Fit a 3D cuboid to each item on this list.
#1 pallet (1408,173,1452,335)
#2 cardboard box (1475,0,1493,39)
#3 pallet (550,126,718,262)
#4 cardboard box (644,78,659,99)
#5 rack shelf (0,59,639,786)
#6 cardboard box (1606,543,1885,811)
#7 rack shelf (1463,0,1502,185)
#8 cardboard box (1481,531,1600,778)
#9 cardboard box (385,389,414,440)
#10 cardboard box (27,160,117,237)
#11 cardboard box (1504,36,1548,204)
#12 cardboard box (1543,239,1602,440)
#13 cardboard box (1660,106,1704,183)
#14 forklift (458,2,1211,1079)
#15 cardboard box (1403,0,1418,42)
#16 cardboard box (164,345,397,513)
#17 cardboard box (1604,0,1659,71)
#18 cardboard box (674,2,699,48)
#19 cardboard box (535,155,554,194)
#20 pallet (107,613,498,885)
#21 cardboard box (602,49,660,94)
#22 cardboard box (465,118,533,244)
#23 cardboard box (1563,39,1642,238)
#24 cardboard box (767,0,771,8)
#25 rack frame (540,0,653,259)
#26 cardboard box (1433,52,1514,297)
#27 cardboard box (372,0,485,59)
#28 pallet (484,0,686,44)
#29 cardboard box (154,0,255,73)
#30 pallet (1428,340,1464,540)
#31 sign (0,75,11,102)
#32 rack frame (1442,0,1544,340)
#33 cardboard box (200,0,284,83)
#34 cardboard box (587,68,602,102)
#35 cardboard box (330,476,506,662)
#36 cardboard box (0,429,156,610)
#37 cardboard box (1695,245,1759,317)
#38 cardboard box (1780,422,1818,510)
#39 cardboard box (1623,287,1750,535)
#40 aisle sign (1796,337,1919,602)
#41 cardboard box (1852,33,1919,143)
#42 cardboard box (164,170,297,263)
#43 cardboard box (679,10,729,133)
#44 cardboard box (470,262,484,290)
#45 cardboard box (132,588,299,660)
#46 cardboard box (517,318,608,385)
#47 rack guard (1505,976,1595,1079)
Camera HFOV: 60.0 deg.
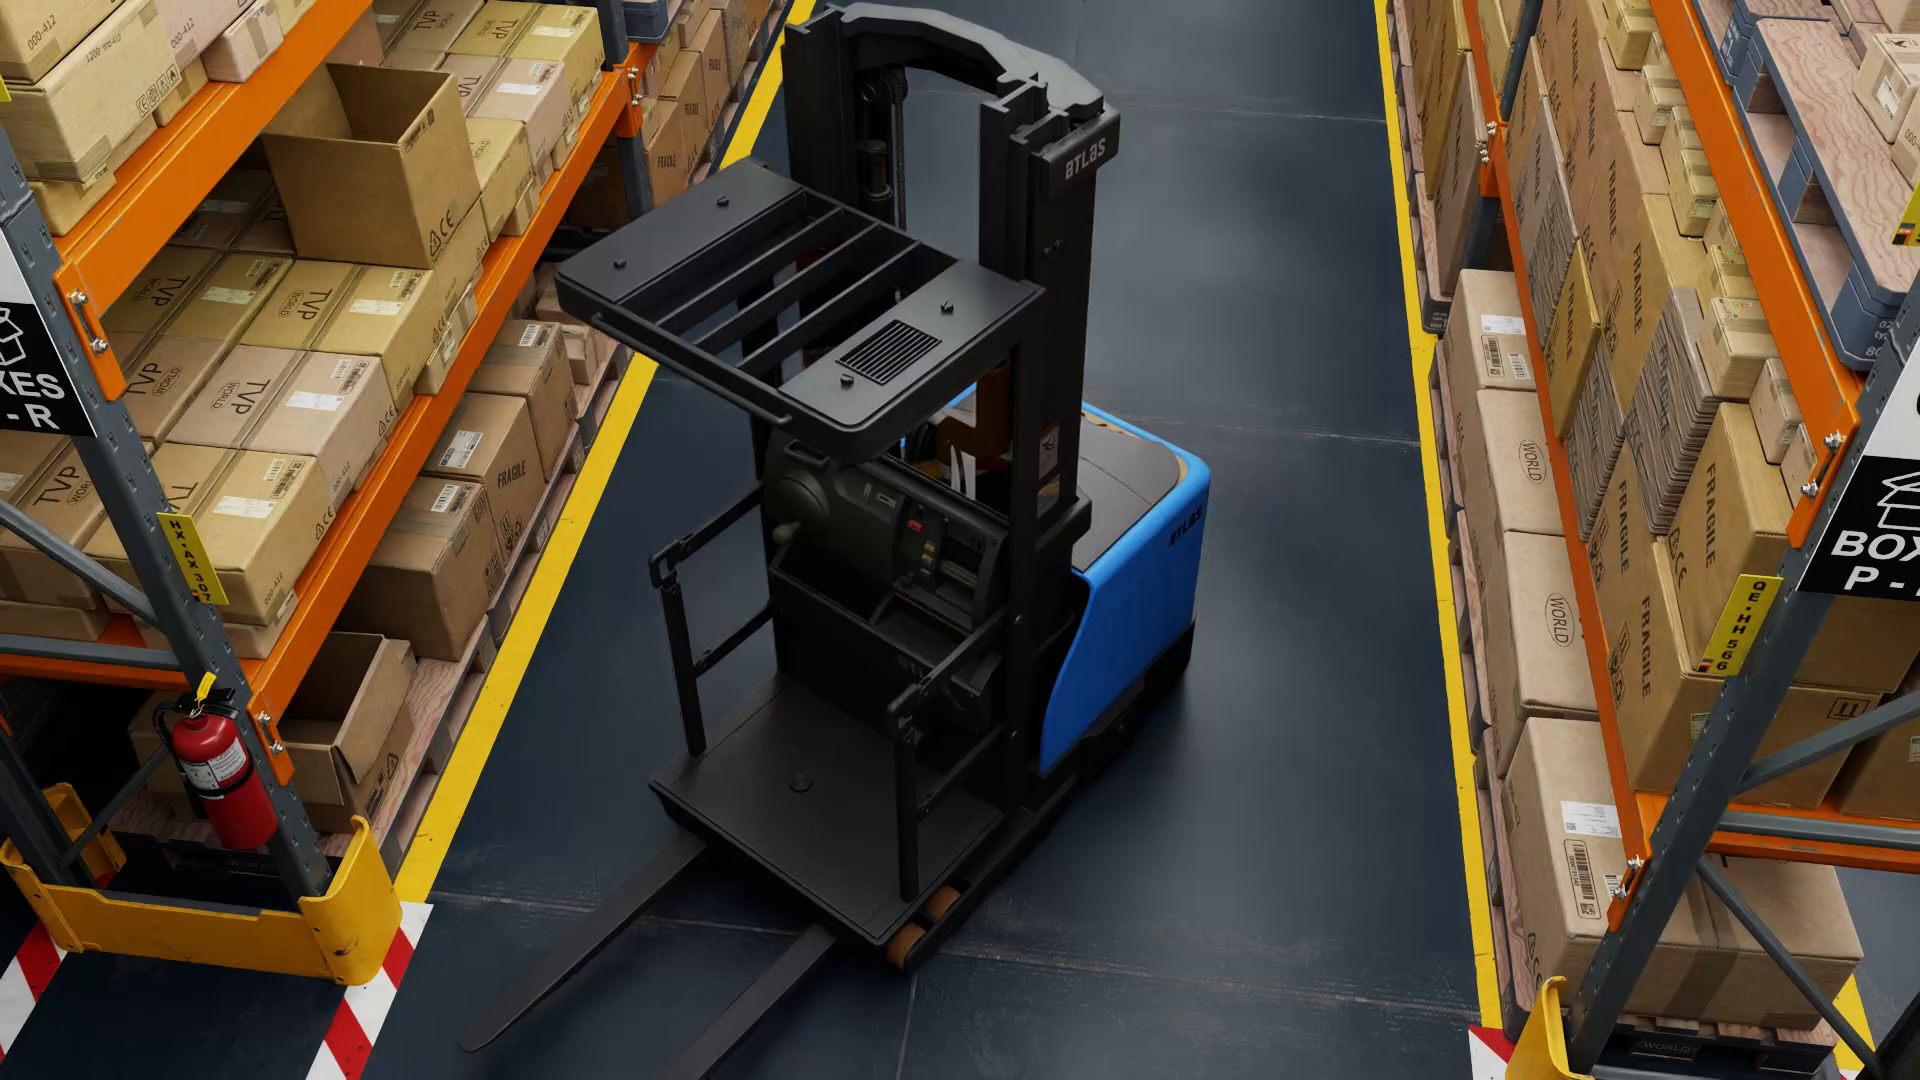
[{"bbox_3d":[2.905,-1.480,8.681,1.003,0.211,1.213,5,44,6],"label":"pallet"},{"bbox_3d":[2.756,-2.581,7.925,0.500,0.250,0.500,5,44,5],"label":"cardboard box"},{"bbox_3d":[-1.973,-1.953,9.182,1.003,0.211,1.213,5,44,6],"label":"pallet"},{"bbox_3d":[-1.772,-2.305,8.565,0.380,0.149,0.250,4,44,4],"label":"cardboard box"},{"bbox_3d":[-2.307,-0.784,6.442,1.077,0.370,4.000,5,44,6],"label":"rack shelf"},{"bbox_3d":[2.150,0.377,4.619,0.500,0.500,0.500,5,44,6],"label":"cardboard box"},{"bbox_3d":[3.142,-3.061,8.847,1.077,0.370,4.000,5,44,6],"label":"rack shelf"},{"bbox_3d":[2.450,0.461,6.162,0.875,0.438,0.875,6,44,7],"label":"cardboard box"},{"bbox_3d":[-2.145,-0.498,5.799,0.380,0.149,0.250,6,44,6],"label":"cardboard box"},{"bbox_3d":[-2.299,-0.876,4.017,0.380,0.149,0.250,6,44,6],"label":"cardboard box"},{"bbox_3d":[2.556,-1.700,6.813,0.500,0.500,0.500,7,44,7],"label":"cardboard box"},{"bbox_3d":[2.345,-0.668,5.723,0.500,0.500,0.500,6,44,7],"label":"cardboard box"},{"bbox_3d":[2.365,-1.183,5.068,0.380,0.149,0.250,7,44,7],"label":"cardboard box"},{"bbox_3d":[-0.388,0.021,5.118,1.130,2.935,3.031,29,50,27],"label":"forklift"},{"bbox_3d":[3.233,-3.603,10.136,0.875,0.875,0.875,5,44,5],"label":"cardboard box"},{"bbox_3d":[-2.178,-0.364,5.368,0.500,0.250,0.500,6,44,6],"label":"cardboard box"},{"bbox_3d":[2.411,-1.707,5.621,0.380,0.149,0.250,4,44,4],"label":"cardboard box"},{"bbox_3d":[-1.656,-2.836,9.126,0.380,0.149,0.250,5,44,5],"label":"cardboard box"},{"bbox_3d":[-1.920,-1.542,6.901,0.380,0.149,0.250,6,44,7],"label":"cardboard box"},{"bbox_3d":[-2.457,0.735,6.342,1.003,0.211,1.213,5,44,6],"label":"pallet"},{"bbox_3d":[-1.745,-2.398,8.448,0.380,0.149,0.250,3,44,3],"label":"cardboard box"},{"bbox_3d":[-1.999,-1.411,6.474,0.500,0.250,0.500,5,44,5],"label":"cardboard box"},{"bbox_3d":[2.423,-1.365,5.732,0.500,0.500,0.500,6,44,6],"label":"cardboard box"},{"bbox_3d":[-1.433,-3.731,10.544,0.500,0.500,0.500,5,44,5],"label":"cardboard box"},{"bbox_3d":[-2.043,-2.408,7.634,1.000,3.000,0.127,5,44,6],"label":"rack frame"},{"bbox_3d":[2.880,-1.770,8.200,0.875,0.875,0.875,6,44,7],"label":"cardboard box"},{"bbox_3d":[-2.376,-2.149,7.253,0.500,0.250,0.500,5,44,5],"label":"cardboard box"},{"bbox_3d":[-1.829,-2.873,8.265,1.003,0.211,1.213,5,44,6],"label":"pallet"},{"bbox_3d":[-2.195,-1.451,4.334,0.500,0.250,0.500,6,44,6],"label":"cardboard box"},{"bbox_3d":[2.700,-0.436,7.579,1.003,0.211,1.213,5,44,6],"label":"pallet"},{"bbox_3d":[-2.034,-1.040,3.371,0.100,0.325,0.005,5,44,6],"label":"sign"},{"bbox_3d":[2.878,-1.960,7.160,1.000,3.000,0.127,5,44,6],"label":"rack frame"},{"bbox_3d":[-2.105,-1.391,4.561,0.380,0.149,0.250,6,44,6],"label":"cardboard box"},{"bbox_3d":[-1.835,-2.077,7.467,0.380,0.149,0.250,6,44,6],"label":"cardboard box"},{"bbox_3d":[-2.245,0.086,6.513,0.700,0.500,0.500,7,44,7],"label":"cardboard box"},{"bbox_3d":[-2.774,-0.073,5.061,0.500,0.250,0.500,6,44,7],"label":"cardboard box"},{"bbox_3d":[2.232,-0.658,4.514,0.380,0.149,0.250,6,44,6],"label":"cardboard box"},{"bbox_3d":[2.198,-0.131,3.957,0.380,0.149,0.250,6,44,6],"label":"cardboard box"},{"bbox_3d":[2.217,-0.342,4.652,0.500,0.500,0.500,5,44,6],"label":"cardboard box"},{"bbox_3d":[2.032,-0.157,3.365,0.394,0.787,0.004,5,44,6],"label":"aisle sign"},{"bbox_3d":[2.295,-1.028,3.799,0.380,0.149,0.250,2,43,2],"label":"cardboard box"},{"bbox_3d":[-2.565,-1.118,6.164,0.500,0.250,0.500,5,44,5],"label":"cardboard box"},{"bbox_3d":[-1.625,-2.666,9.419,0.500,0.500,0.500,4,44,4],"label":"cardboard box"},{"bbox_3d":[-2.056,-1.027,6.358,0.380,0.149,0.250,5,44,5],"label":"cardboard box"},{"bbox_3d":[-2.256,0.210,5.052,0.380,0.149,0.250,5,44,5],"label":"cardboard box"},{"bbox_3d":[-1.873,-0.918,7.743,0.396,0.266,0.258,7,44,7],"label":"cardboard box"},{"bbox_3d":[2.346,1.690,5.123,1.175,0.500,0.348,5,44,6],"label":"rack guard"}]
